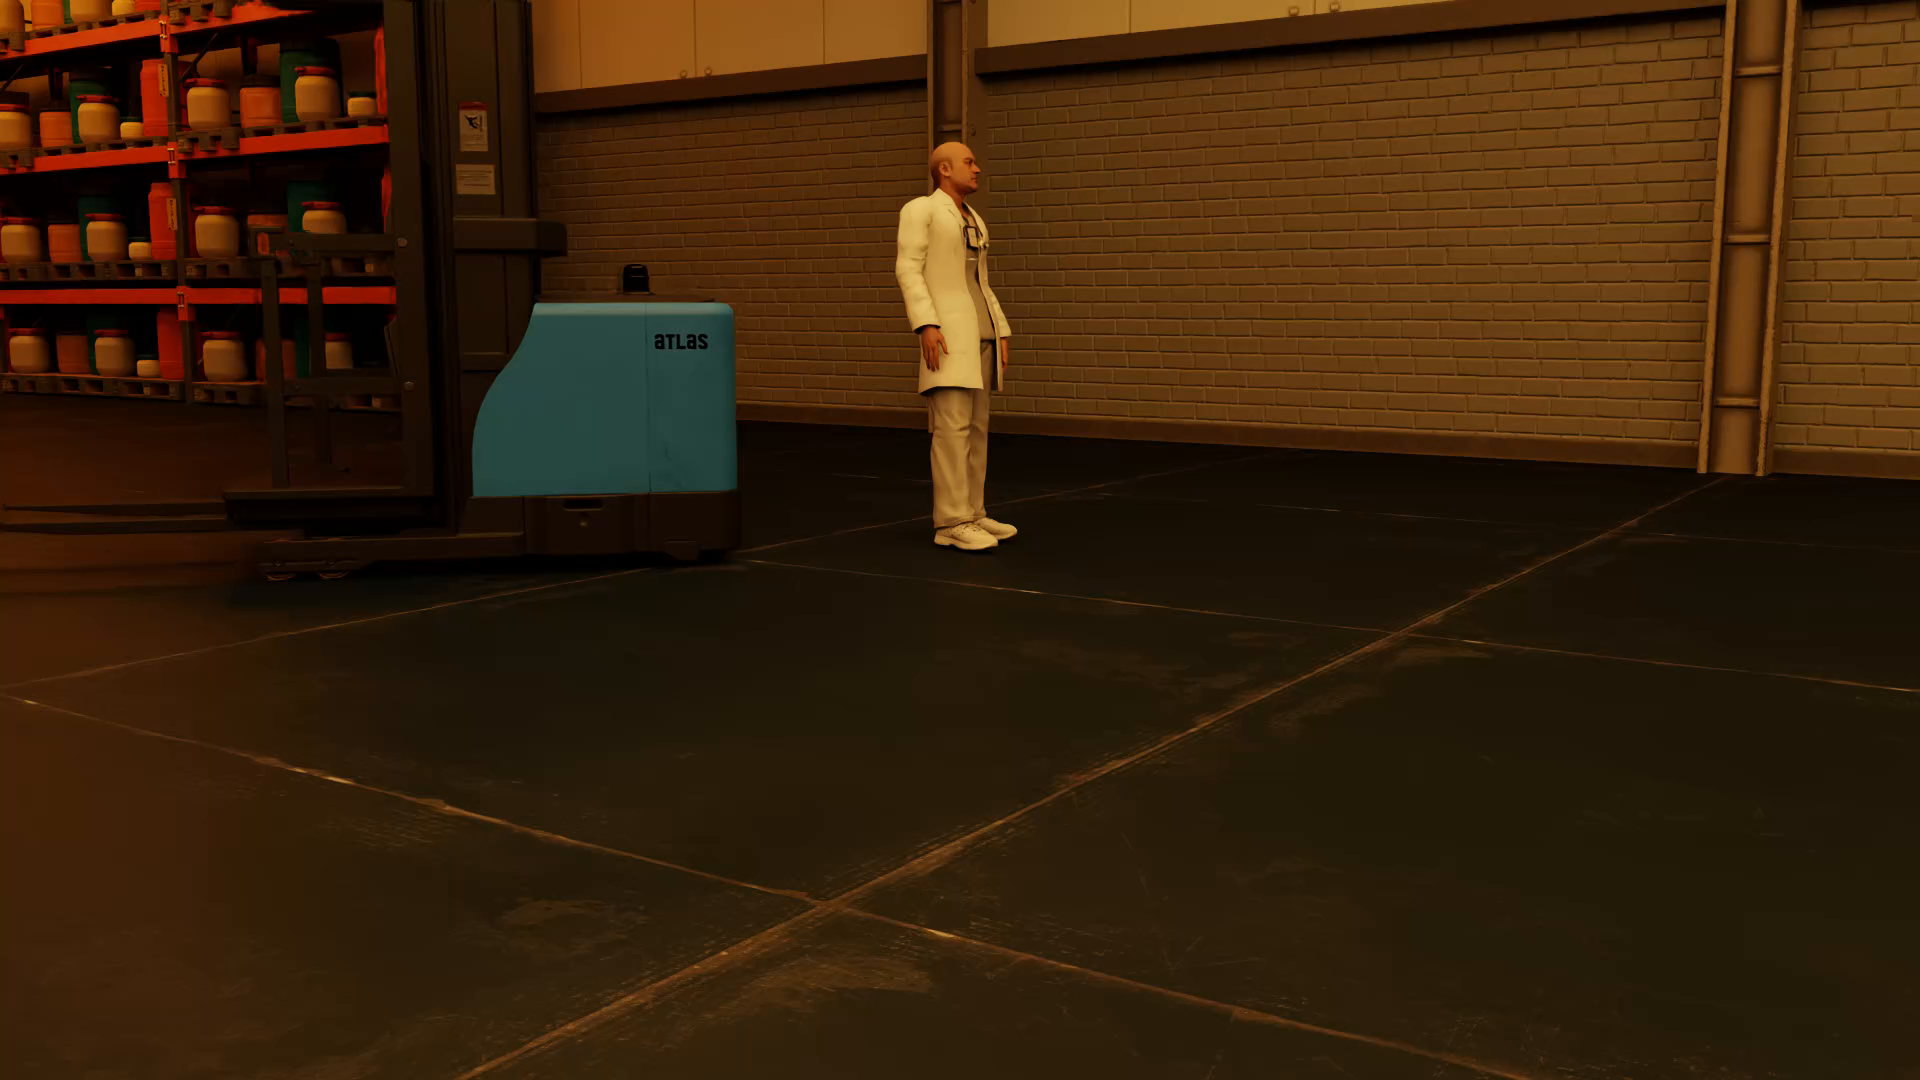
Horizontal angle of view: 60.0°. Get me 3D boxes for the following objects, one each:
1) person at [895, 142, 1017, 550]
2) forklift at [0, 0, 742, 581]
[{"bbox_3d":[0.072,-0.879,7.424,0.581,1.775,0.694,5,10,34],"label":"person"},{"bbox_3d":[-2.479,-1.372,6.841,3.031,2.935,1.130,-2,8,-12],"label":"forklift"}]
